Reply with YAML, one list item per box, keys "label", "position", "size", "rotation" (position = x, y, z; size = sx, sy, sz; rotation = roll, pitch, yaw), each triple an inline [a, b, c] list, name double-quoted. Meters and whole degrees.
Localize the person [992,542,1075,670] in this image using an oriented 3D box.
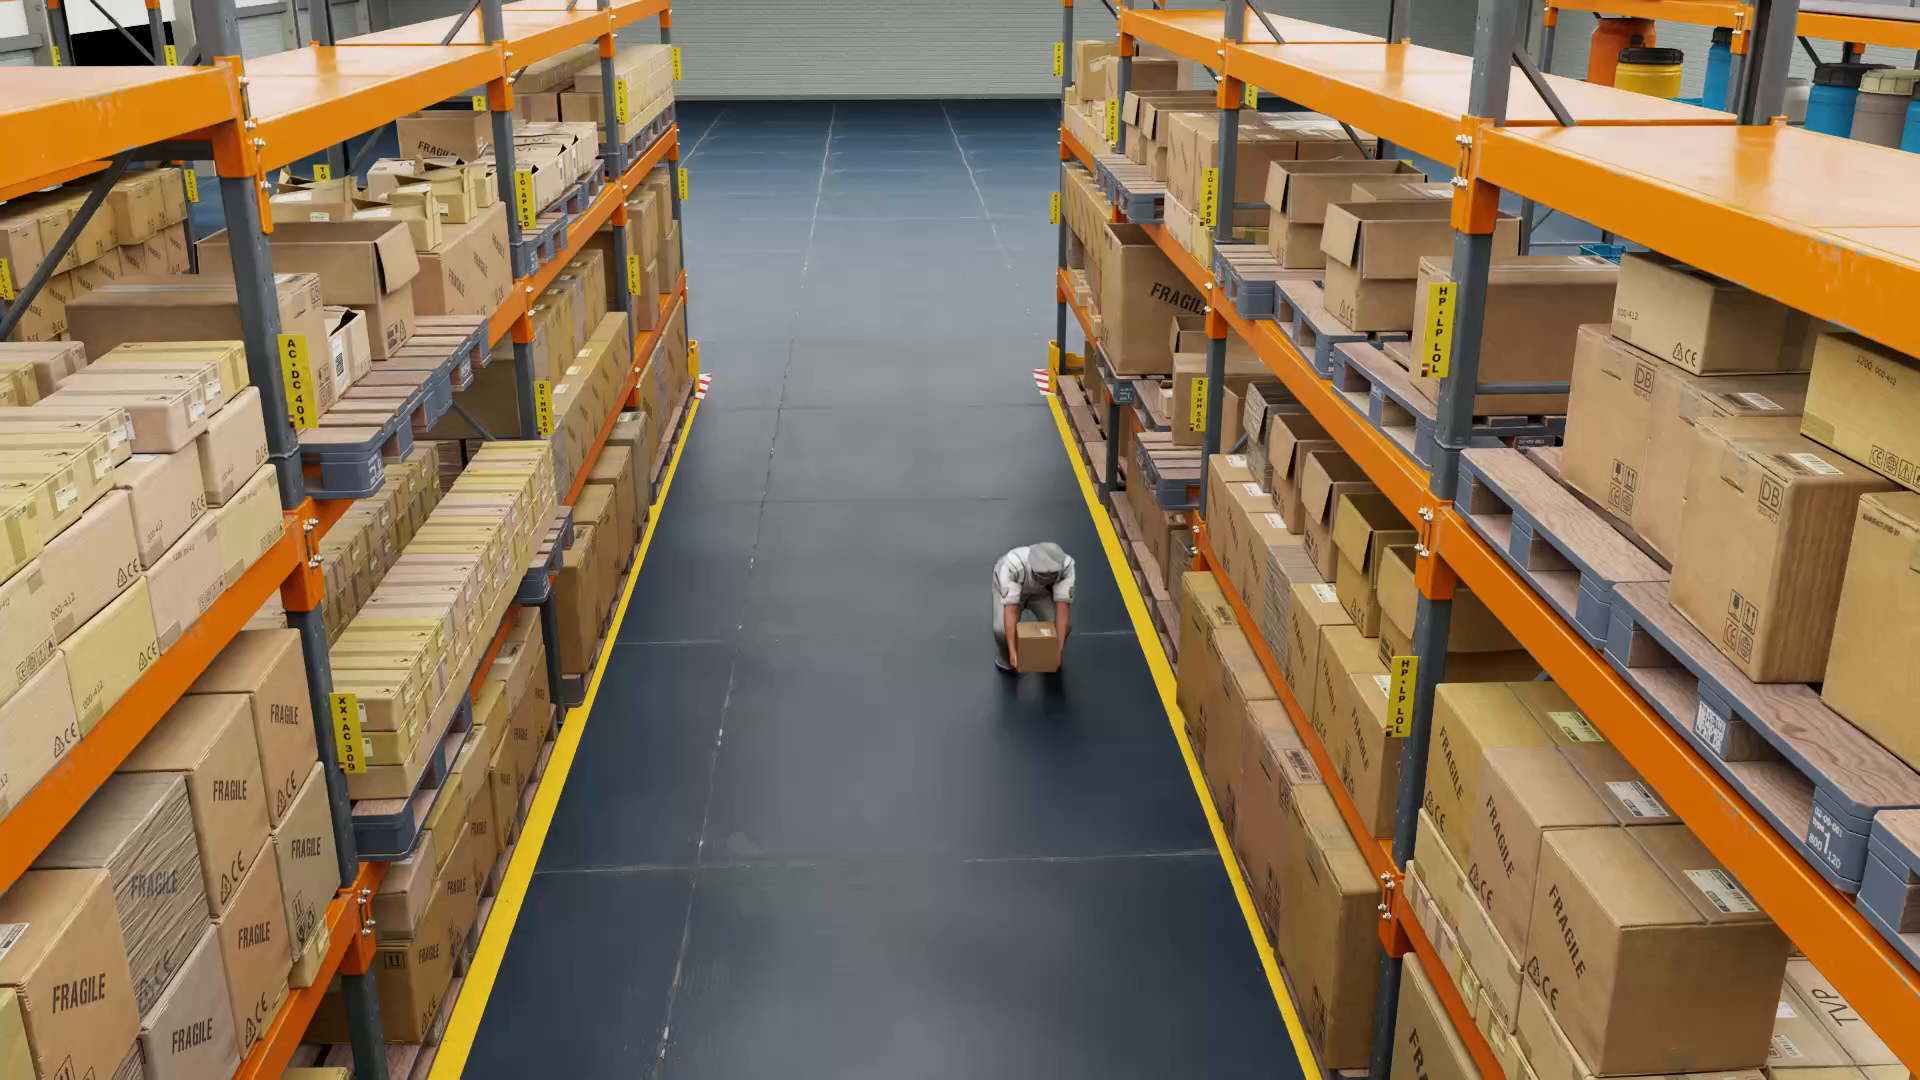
- label: "person"
  position: [0.478, 0.403, 11.049]
  size: [0.533, 1.022, 0.932]
  rotation: [-2, 20, -4]
